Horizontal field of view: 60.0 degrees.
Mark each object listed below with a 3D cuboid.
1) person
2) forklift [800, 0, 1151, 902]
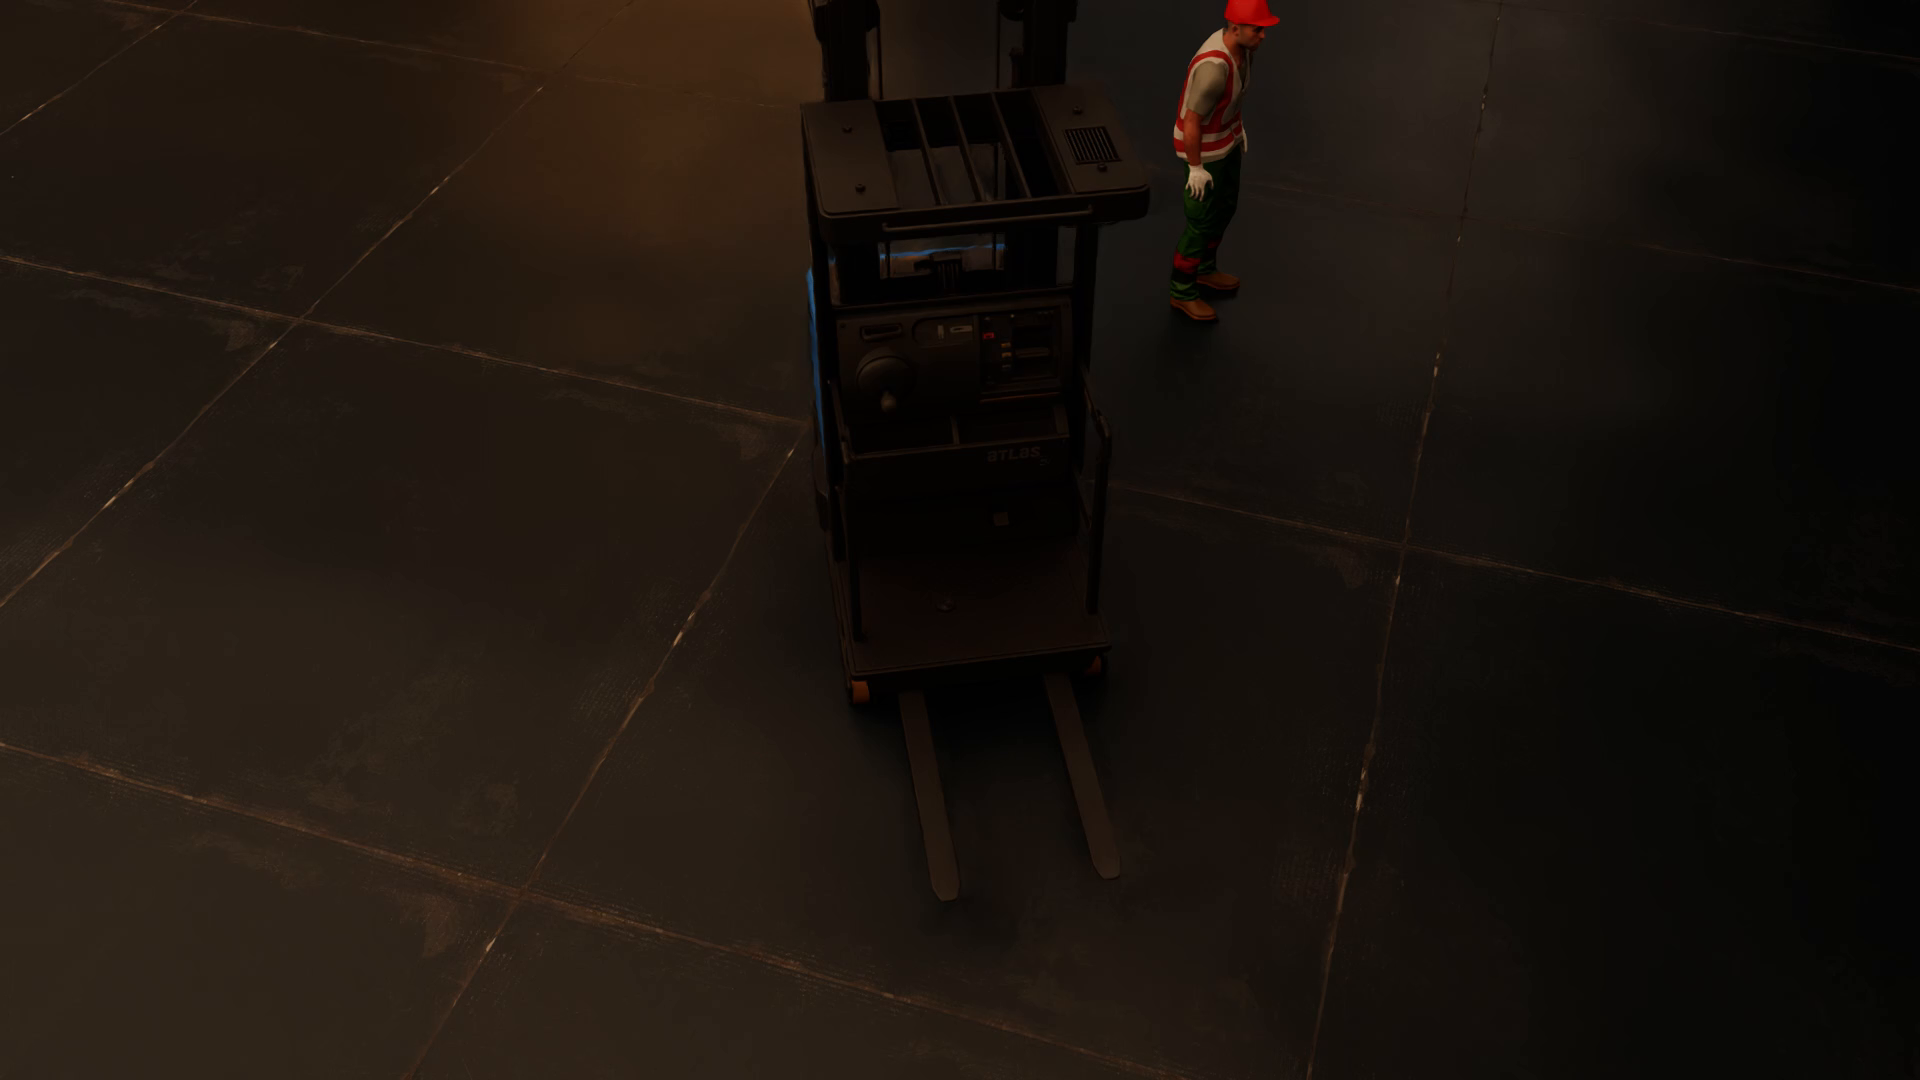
[{"bbox_3d":[1.352,-2.032,8.723,0.451,1.777,0.618,22,47,22],"label":"person"},{"bbox_3d":[0.021,-0.639,6.376,1.130,2.935,3.031,-6,43,-7],"label":"forklift"}]
